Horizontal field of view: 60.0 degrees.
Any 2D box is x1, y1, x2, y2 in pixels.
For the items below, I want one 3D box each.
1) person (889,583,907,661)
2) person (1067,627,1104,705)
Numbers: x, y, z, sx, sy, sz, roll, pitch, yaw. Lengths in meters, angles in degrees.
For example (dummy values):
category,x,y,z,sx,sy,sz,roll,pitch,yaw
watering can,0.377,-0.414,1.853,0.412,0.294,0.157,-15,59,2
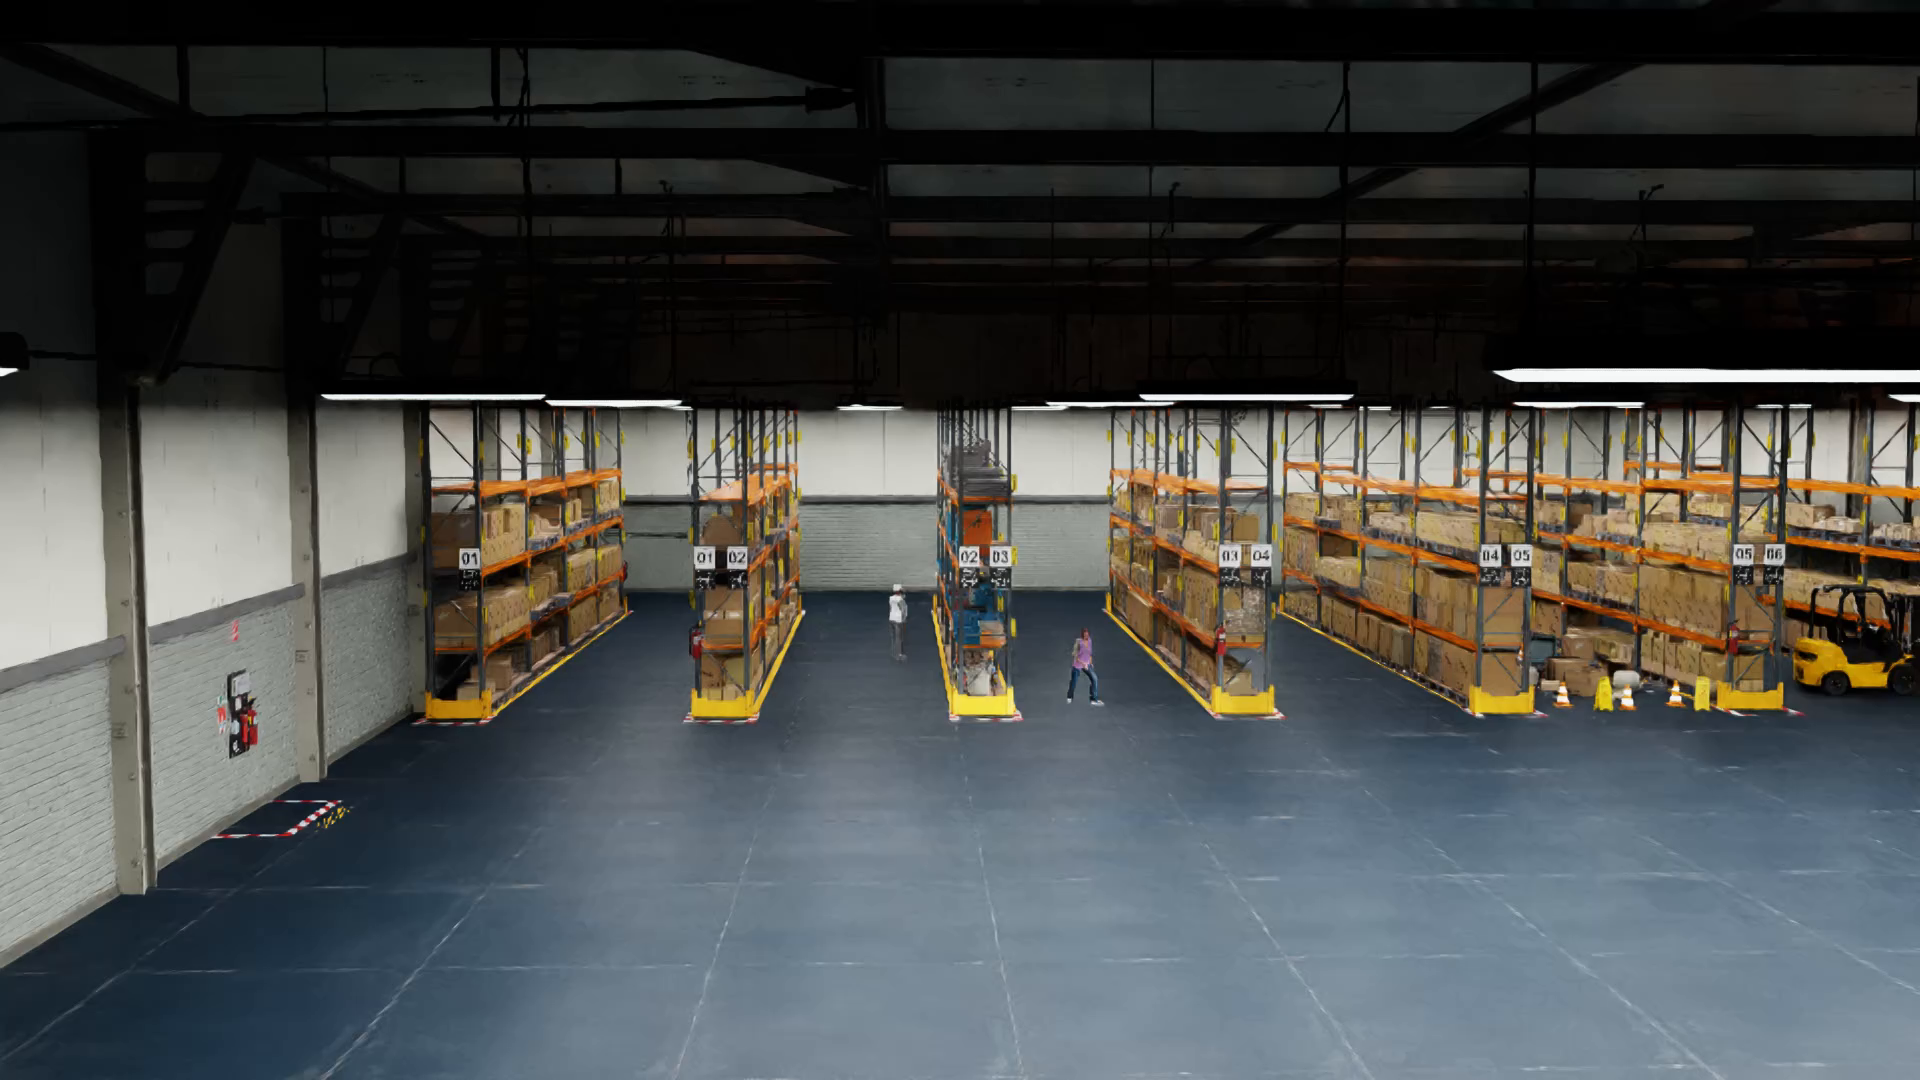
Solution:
category,x,y,z,sx,sy,sz,roll,pitch,yaw
person,-1.384,1.875,38.179,0.450,1.776,0.584,-3,5,-34
person,2.395,2.447,32.388,0.573,1.533,0.755,-2,5,-23
